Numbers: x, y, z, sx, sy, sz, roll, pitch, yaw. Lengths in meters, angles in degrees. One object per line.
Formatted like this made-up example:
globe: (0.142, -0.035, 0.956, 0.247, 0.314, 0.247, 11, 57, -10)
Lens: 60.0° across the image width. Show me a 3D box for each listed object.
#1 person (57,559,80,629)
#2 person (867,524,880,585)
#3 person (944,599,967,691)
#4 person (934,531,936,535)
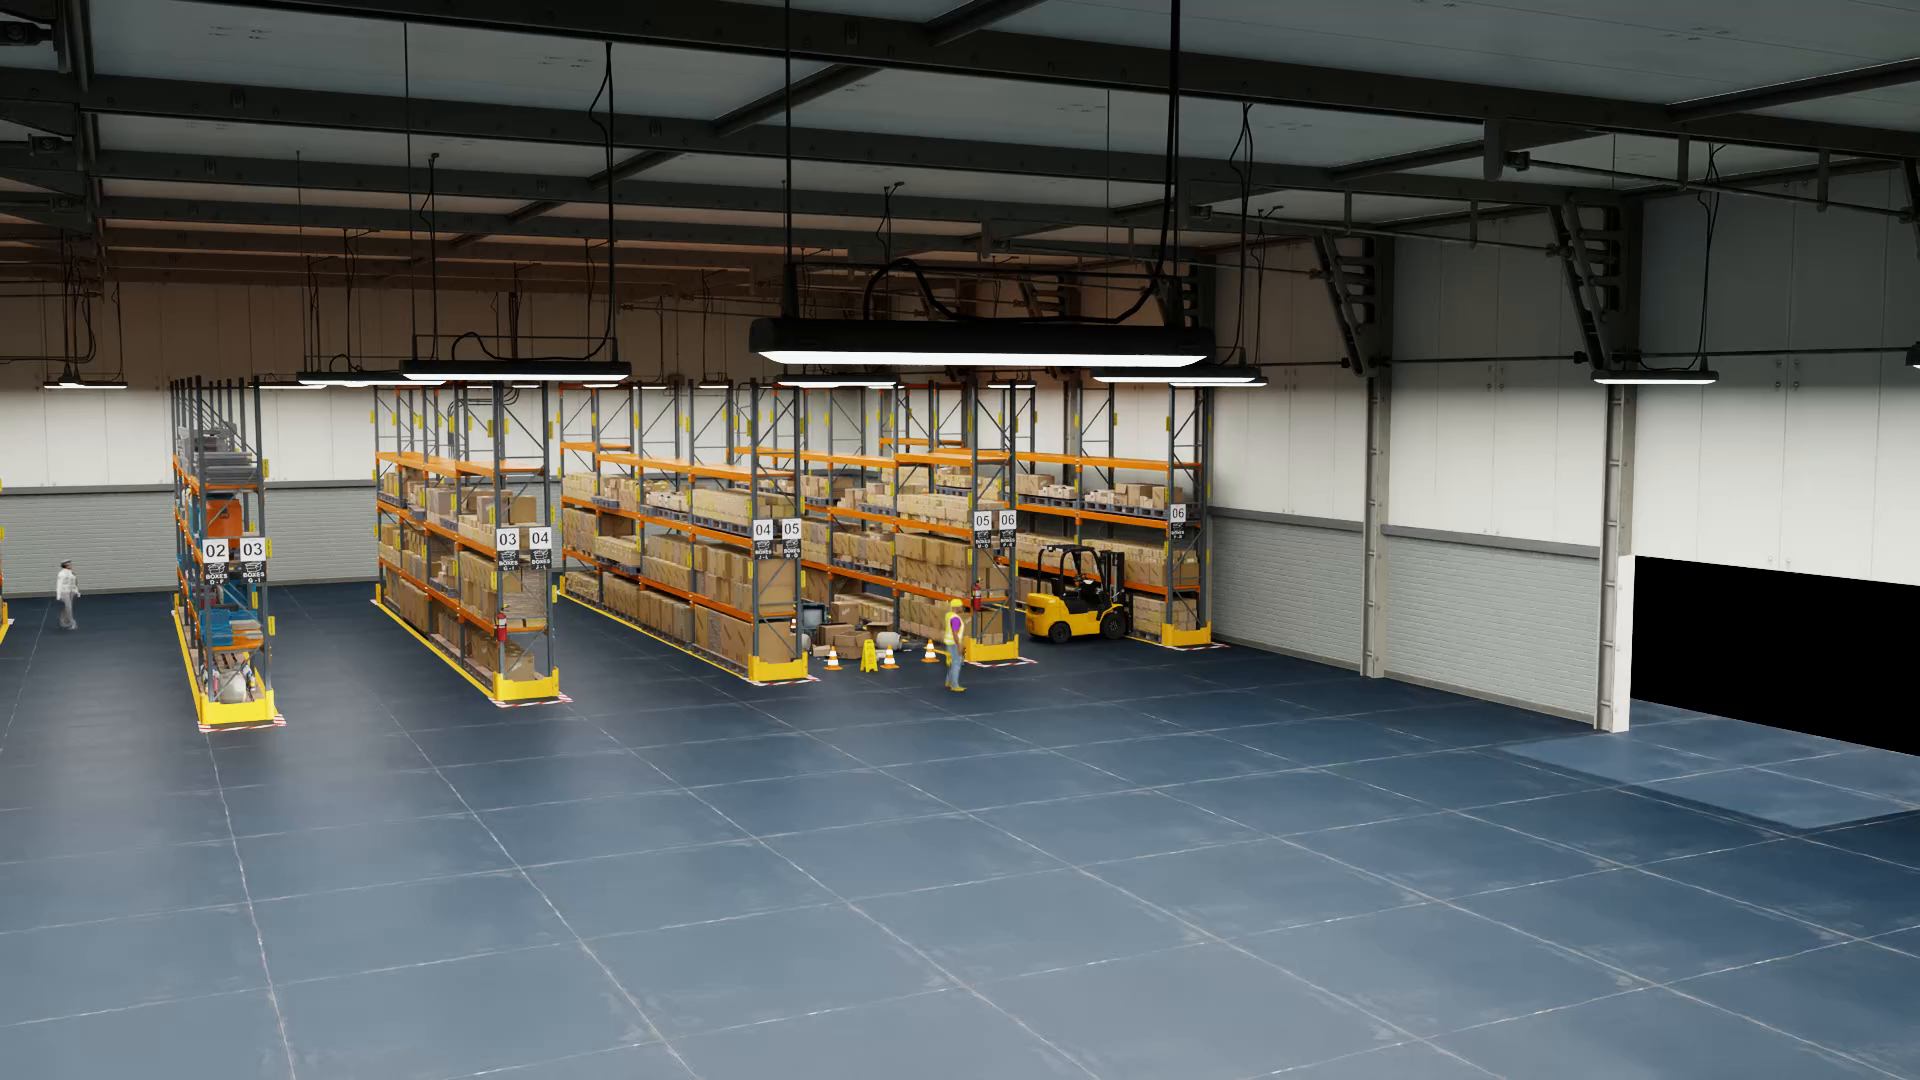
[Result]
person: (-21.592, 1.296, 40.306, 0.735, 1.670, 0.555, 2, 5, 19)
person: (-2.446, 0.398, 46.841, 0.581, 1.716, 0.457, 3, 6, 27)
person: (-0.097, 2.039, 31.956, 0.405, 1.827, 0.654, -1, 5, -11)
person: (-0.776, 0.522, 45.500, 0.516, 1.877, 0.680, -4, 6, -37)
